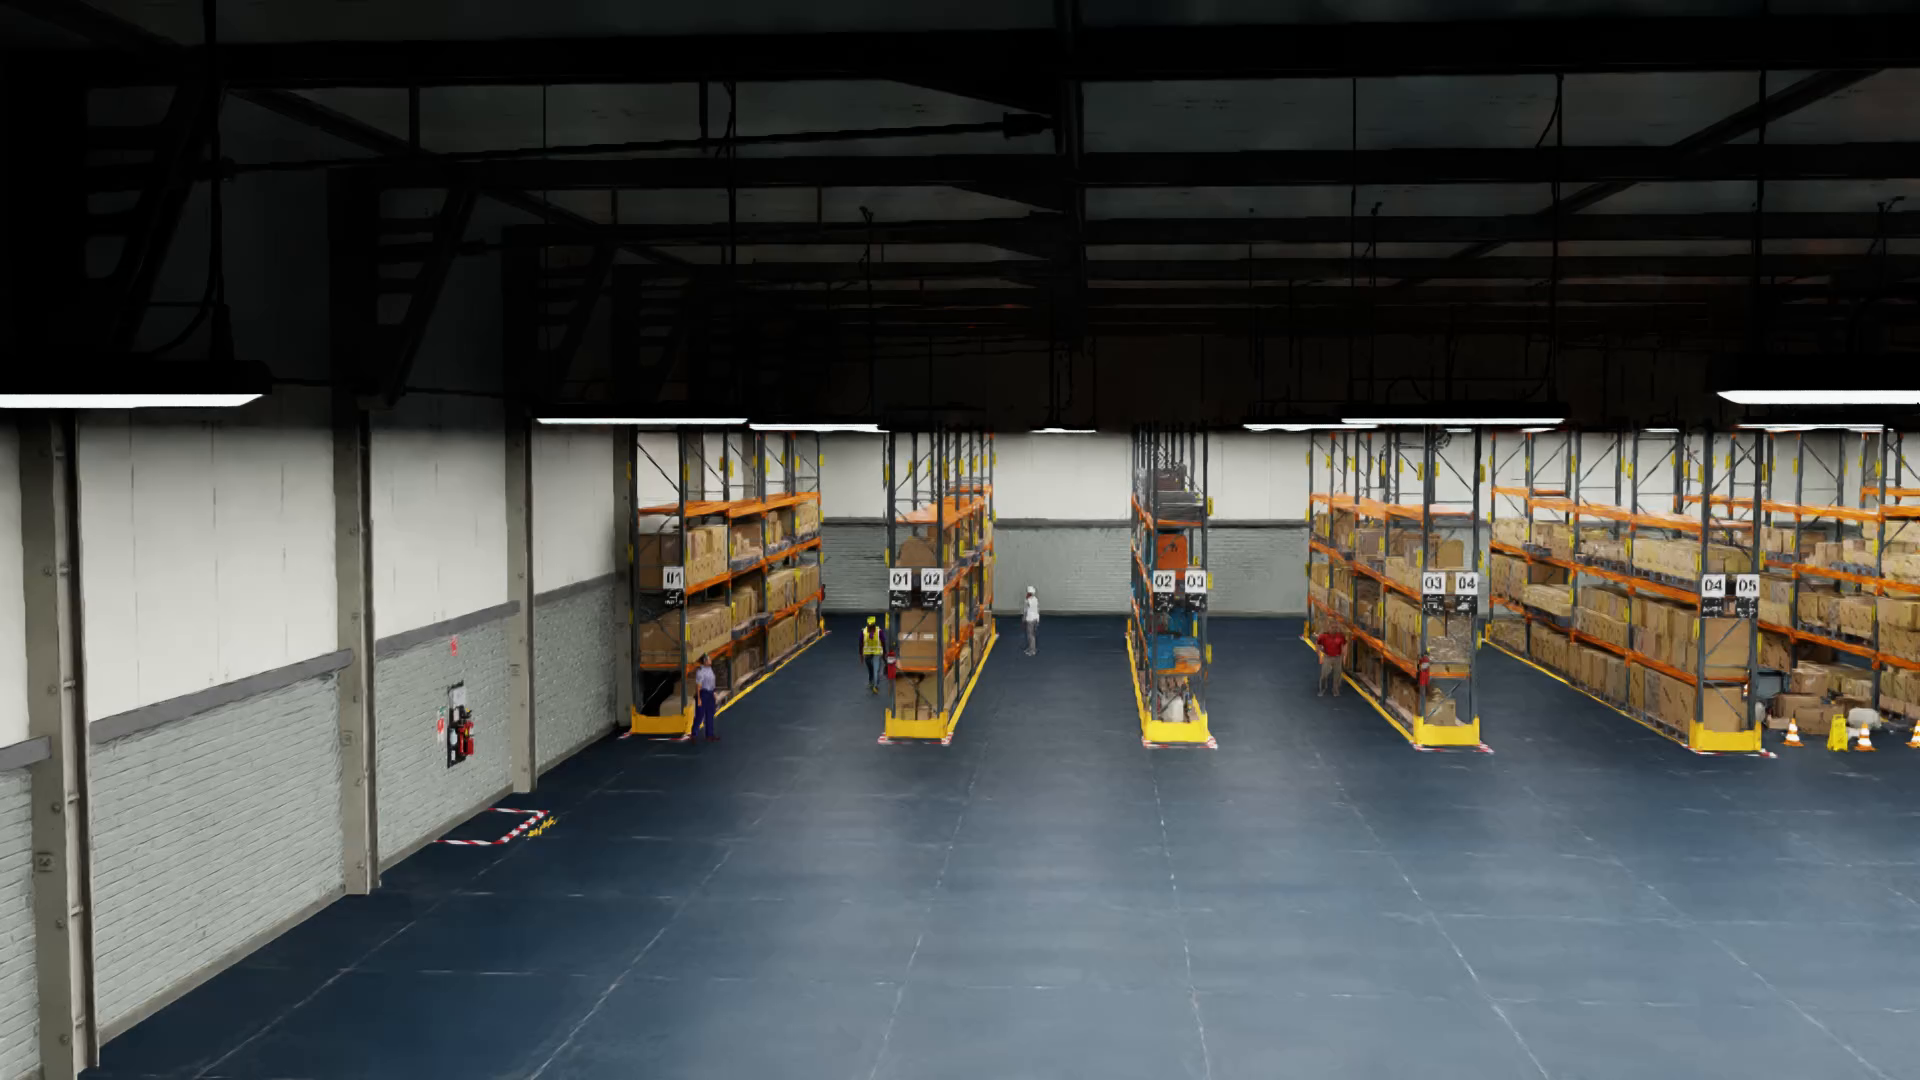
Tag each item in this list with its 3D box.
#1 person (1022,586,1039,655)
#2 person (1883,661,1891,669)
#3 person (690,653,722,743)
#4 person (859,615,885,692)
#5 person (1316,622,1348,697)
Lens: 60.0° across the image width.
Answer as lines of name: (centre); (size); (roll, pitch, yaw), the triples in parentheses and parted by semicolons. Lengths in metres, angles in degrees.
person: (1.812, 2.084, 43.281); (0.576, 1.768, 0.626); (3, 4, 36)
person: (22.717, 2.263, 40.566); (0.446, 1.780, 0.600); (-2, 4, -24)
person: (-4.779, 2.936, 31.025); (0.453, 1.649, 0.645); (1, 4, 15)
person: (-1.973, 2.519, 37.110); (0.577, 1.691, 1.121); (0, 4, 7)
person: (8.098, 2.598, 36.227); (0.682, 1.676, 0.531); (0, 4, 3)
